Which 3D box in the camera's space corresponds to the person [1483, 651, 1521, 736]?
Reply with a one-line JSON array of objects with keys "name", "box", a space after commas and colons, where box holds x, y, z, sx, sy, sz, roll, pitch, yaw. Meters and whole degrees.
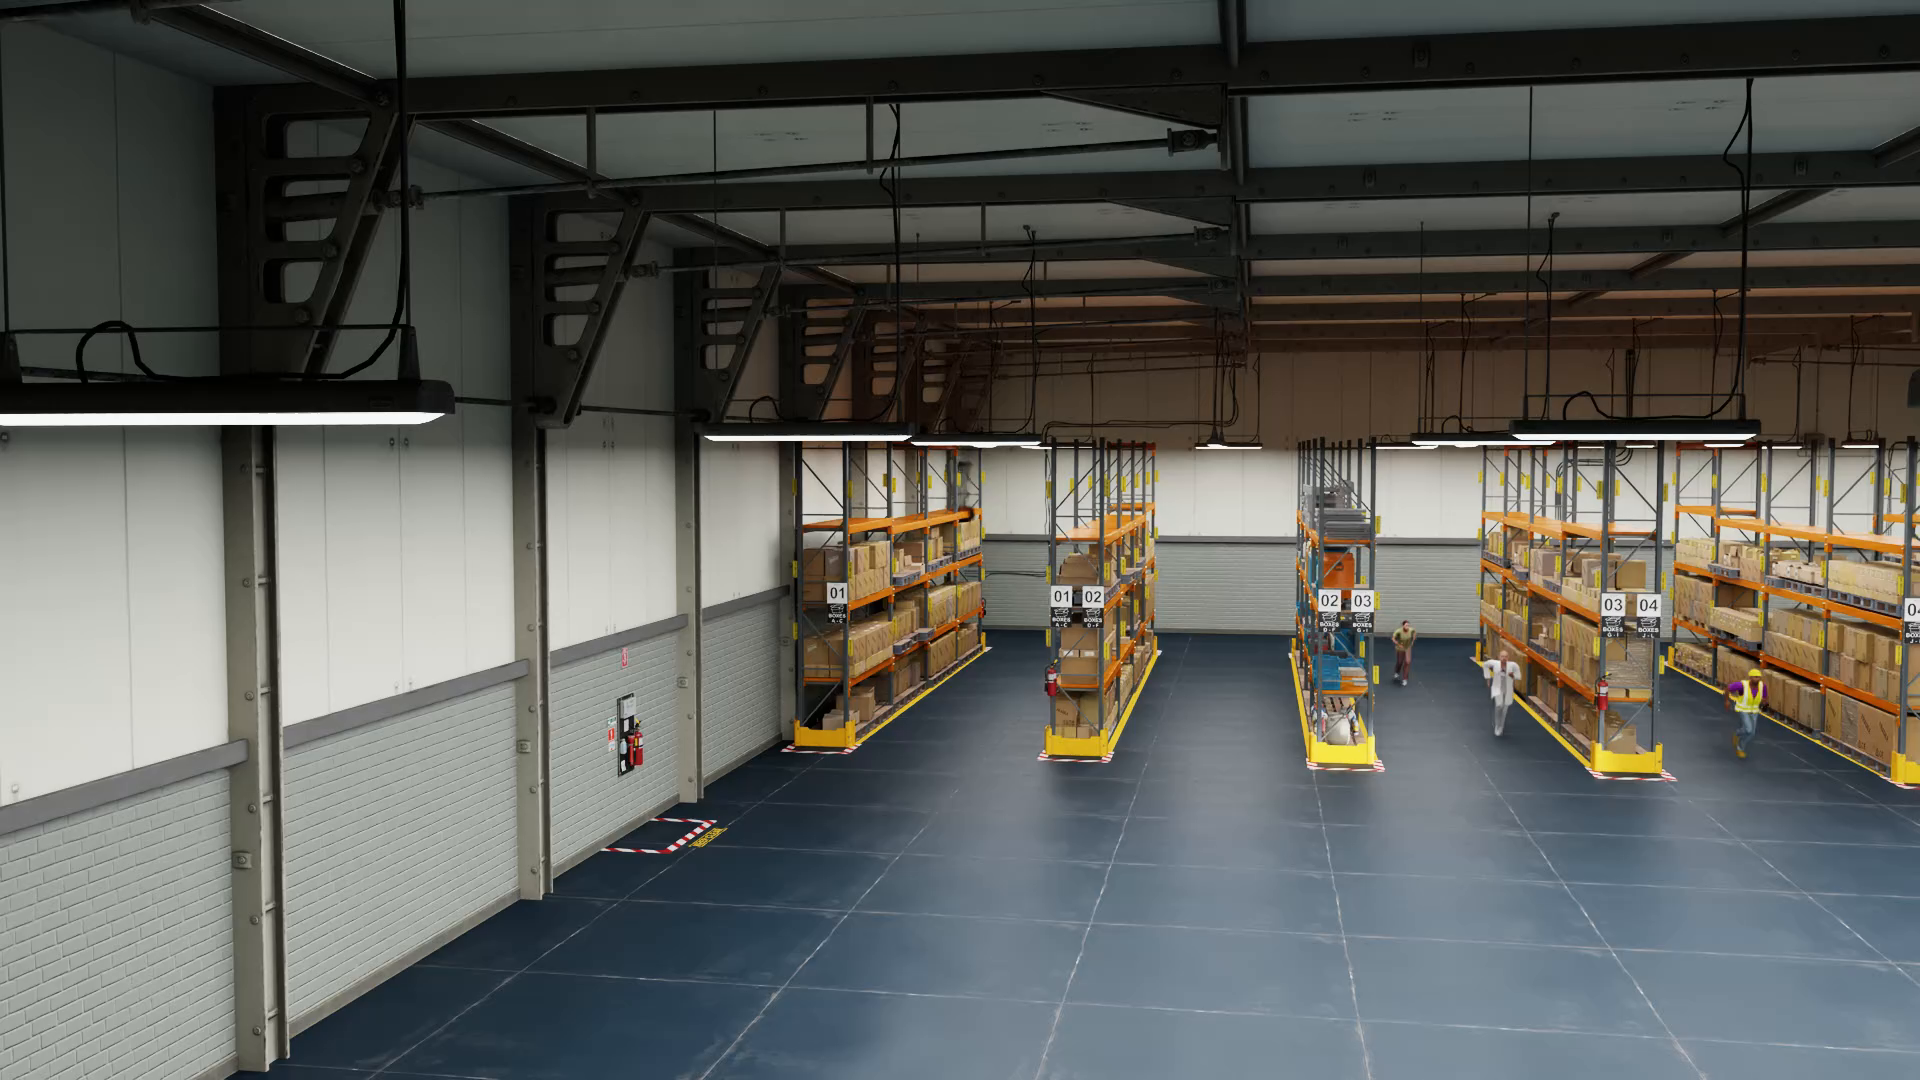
[{"name": "person", "box": [10.929, 3.074, 33.544, 0.691, 1.737, 0.989, 0, 3, 8]}]

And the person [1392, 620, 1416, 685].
[{"name": "person", "box": [10.982, 2.760, 41.288, 0.614, 1.624, 1.005, 0, 3, -4]}]

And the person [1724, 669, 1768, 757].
[{"name": "person", "box": [14.766, 3.239, 31.121, 0.685, 1.682, 0.714, 0, 3, -9]}]
